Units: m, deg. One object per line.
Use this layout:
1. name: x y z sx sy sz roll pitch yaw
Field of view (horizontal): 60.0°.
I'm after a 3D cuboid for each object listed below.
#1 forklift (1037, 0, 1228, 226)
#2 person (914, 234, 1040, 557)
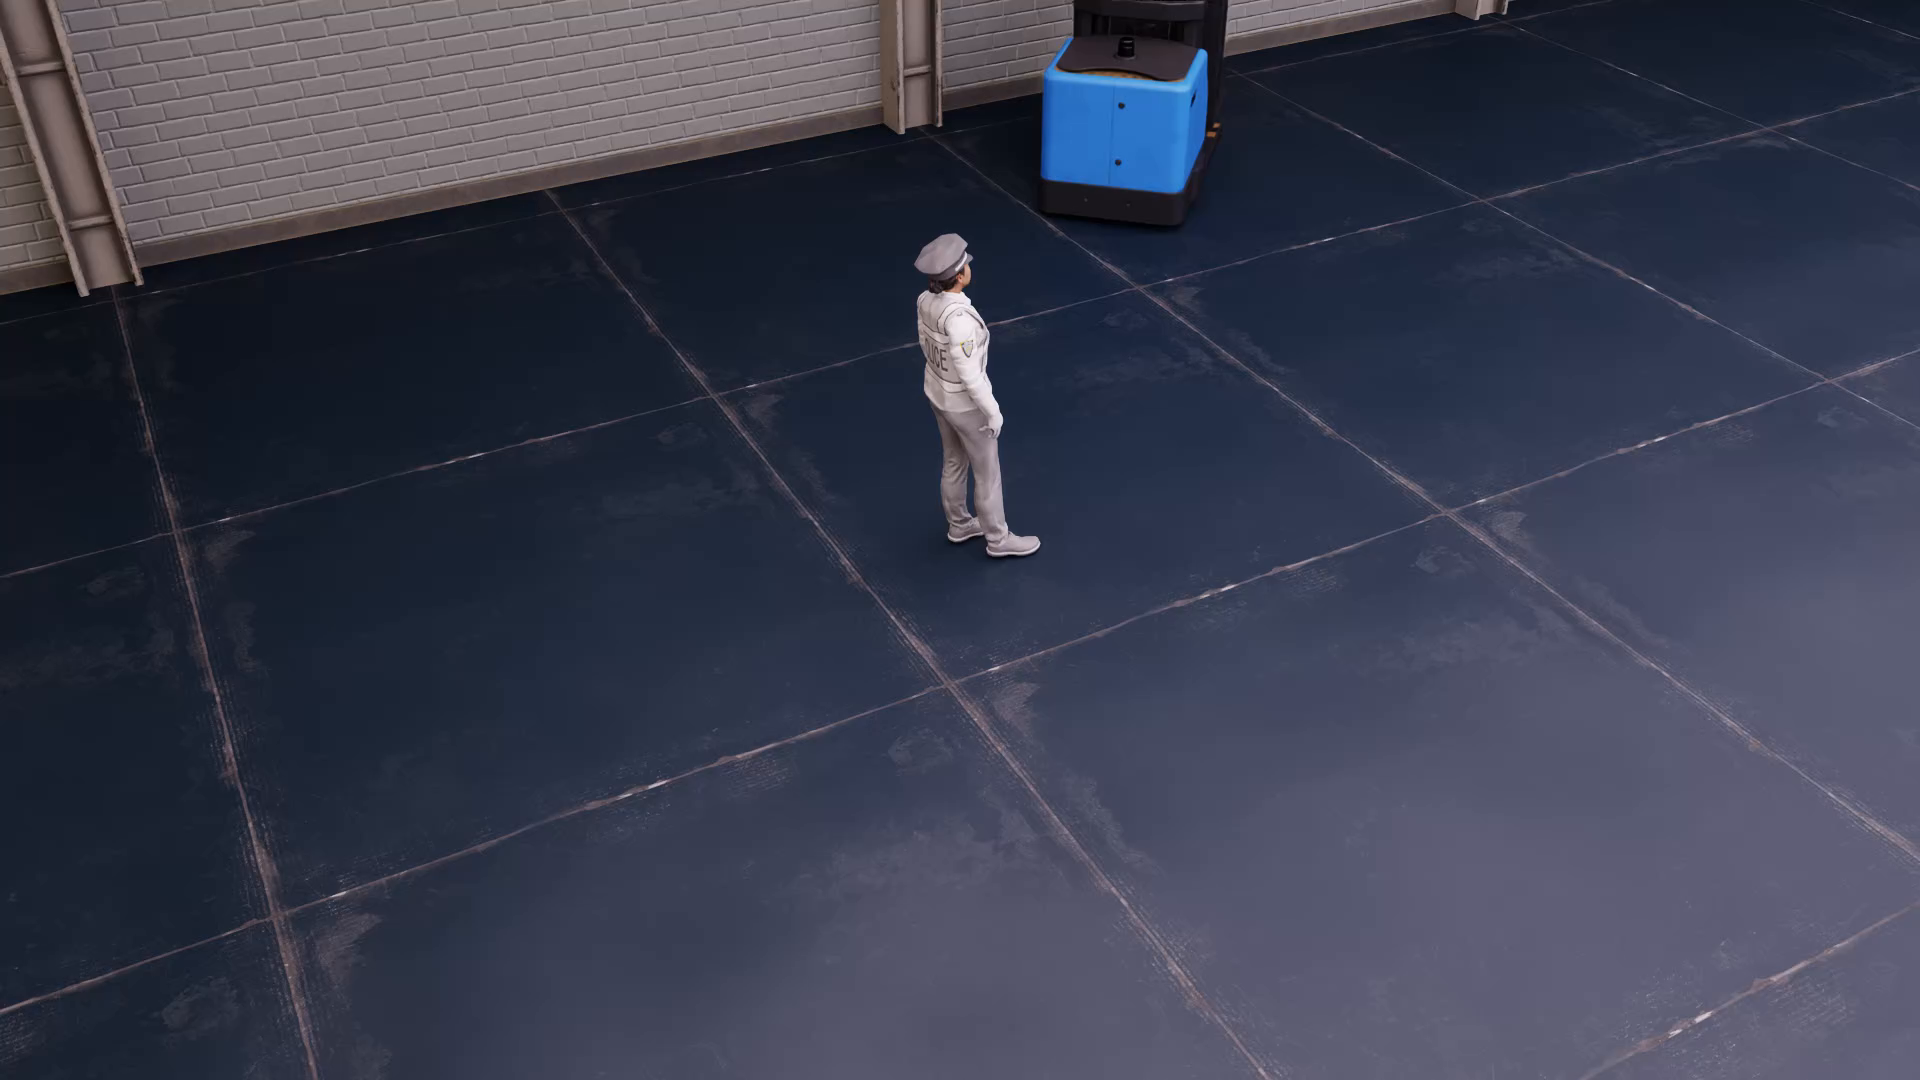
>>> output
1. forklift: 1.441 -4.246 12.129 1.130 2.935 3.031 9 36 13
2. person: 0.064 -0.713 8.191 0.531 1.695 0.587 -17 39 -23
